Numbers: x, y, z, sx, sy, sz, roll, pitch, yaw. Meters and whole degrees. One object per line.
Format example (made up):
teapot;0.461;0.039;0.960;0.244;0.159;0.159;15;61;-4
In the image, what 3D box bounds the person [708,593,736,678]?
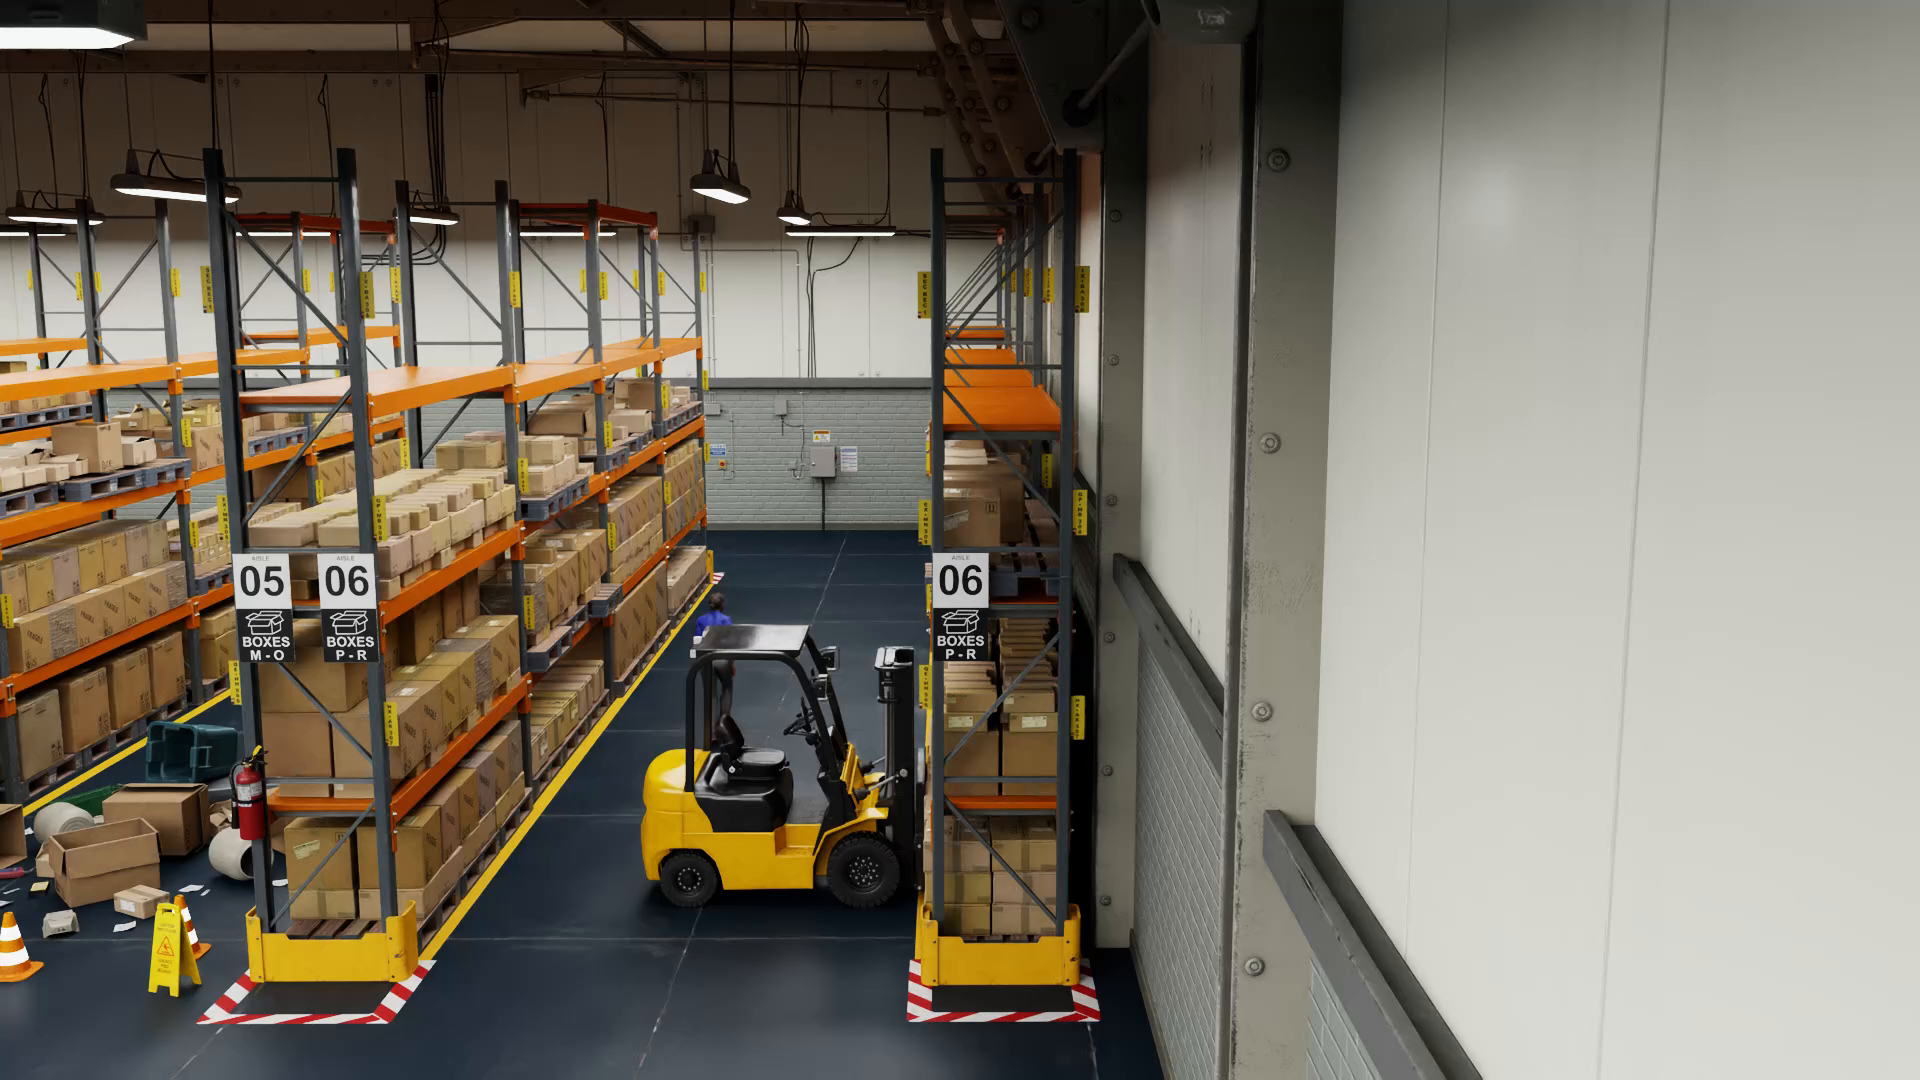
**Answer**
person;-2.751;1.045;18.683;0.487;0.919;0.587;0;9;-2
